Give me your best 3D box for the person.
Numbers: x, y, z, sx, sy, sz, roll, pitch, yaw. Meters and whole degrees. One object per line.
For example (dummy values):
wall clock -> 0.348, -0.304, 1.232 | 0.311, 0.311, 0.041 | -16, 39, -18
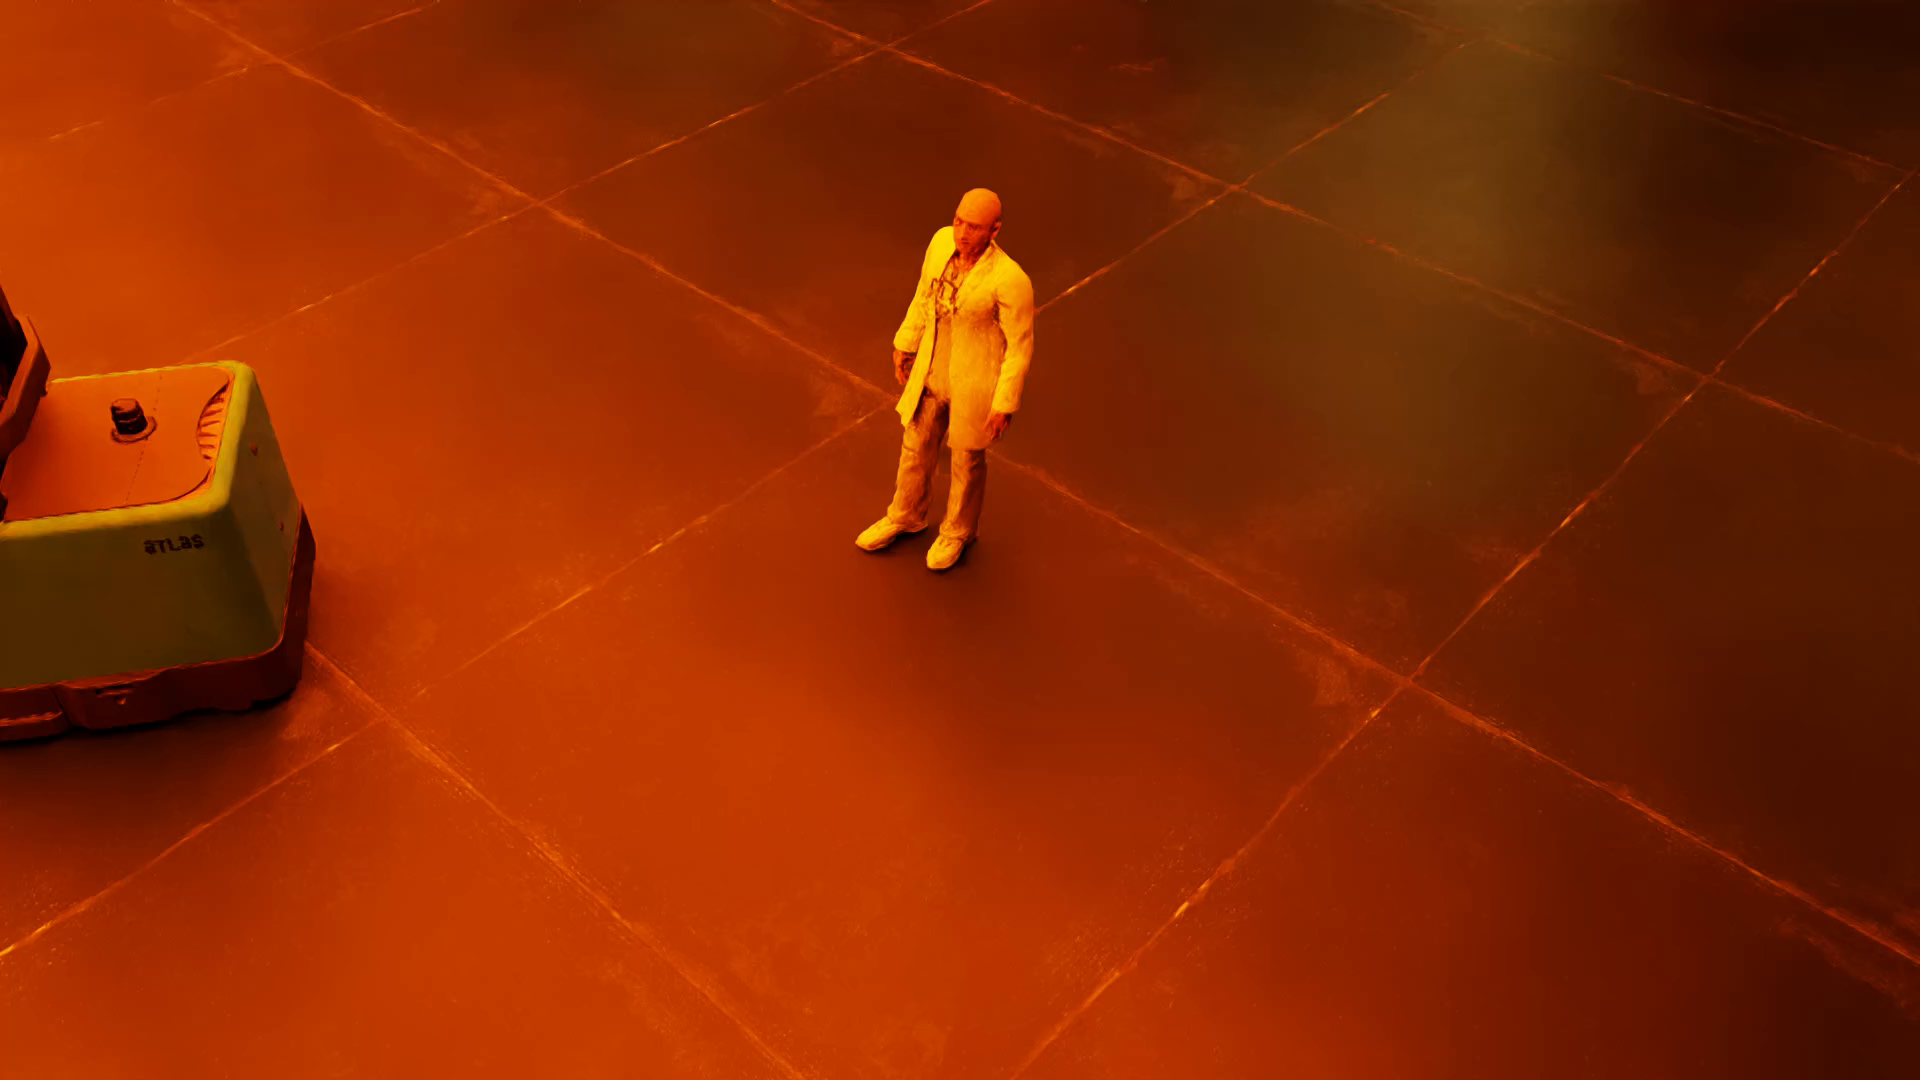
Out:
person -> -0.065, -0.639, 7.047 | 0.694, 1.776, 0.579 | 31, 49, 31

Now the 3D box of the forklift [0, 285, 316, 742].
forklift -> -4.314, -0.557, 6.077 | 3.031, 2.935, 1.130 | -8, 41, -9
